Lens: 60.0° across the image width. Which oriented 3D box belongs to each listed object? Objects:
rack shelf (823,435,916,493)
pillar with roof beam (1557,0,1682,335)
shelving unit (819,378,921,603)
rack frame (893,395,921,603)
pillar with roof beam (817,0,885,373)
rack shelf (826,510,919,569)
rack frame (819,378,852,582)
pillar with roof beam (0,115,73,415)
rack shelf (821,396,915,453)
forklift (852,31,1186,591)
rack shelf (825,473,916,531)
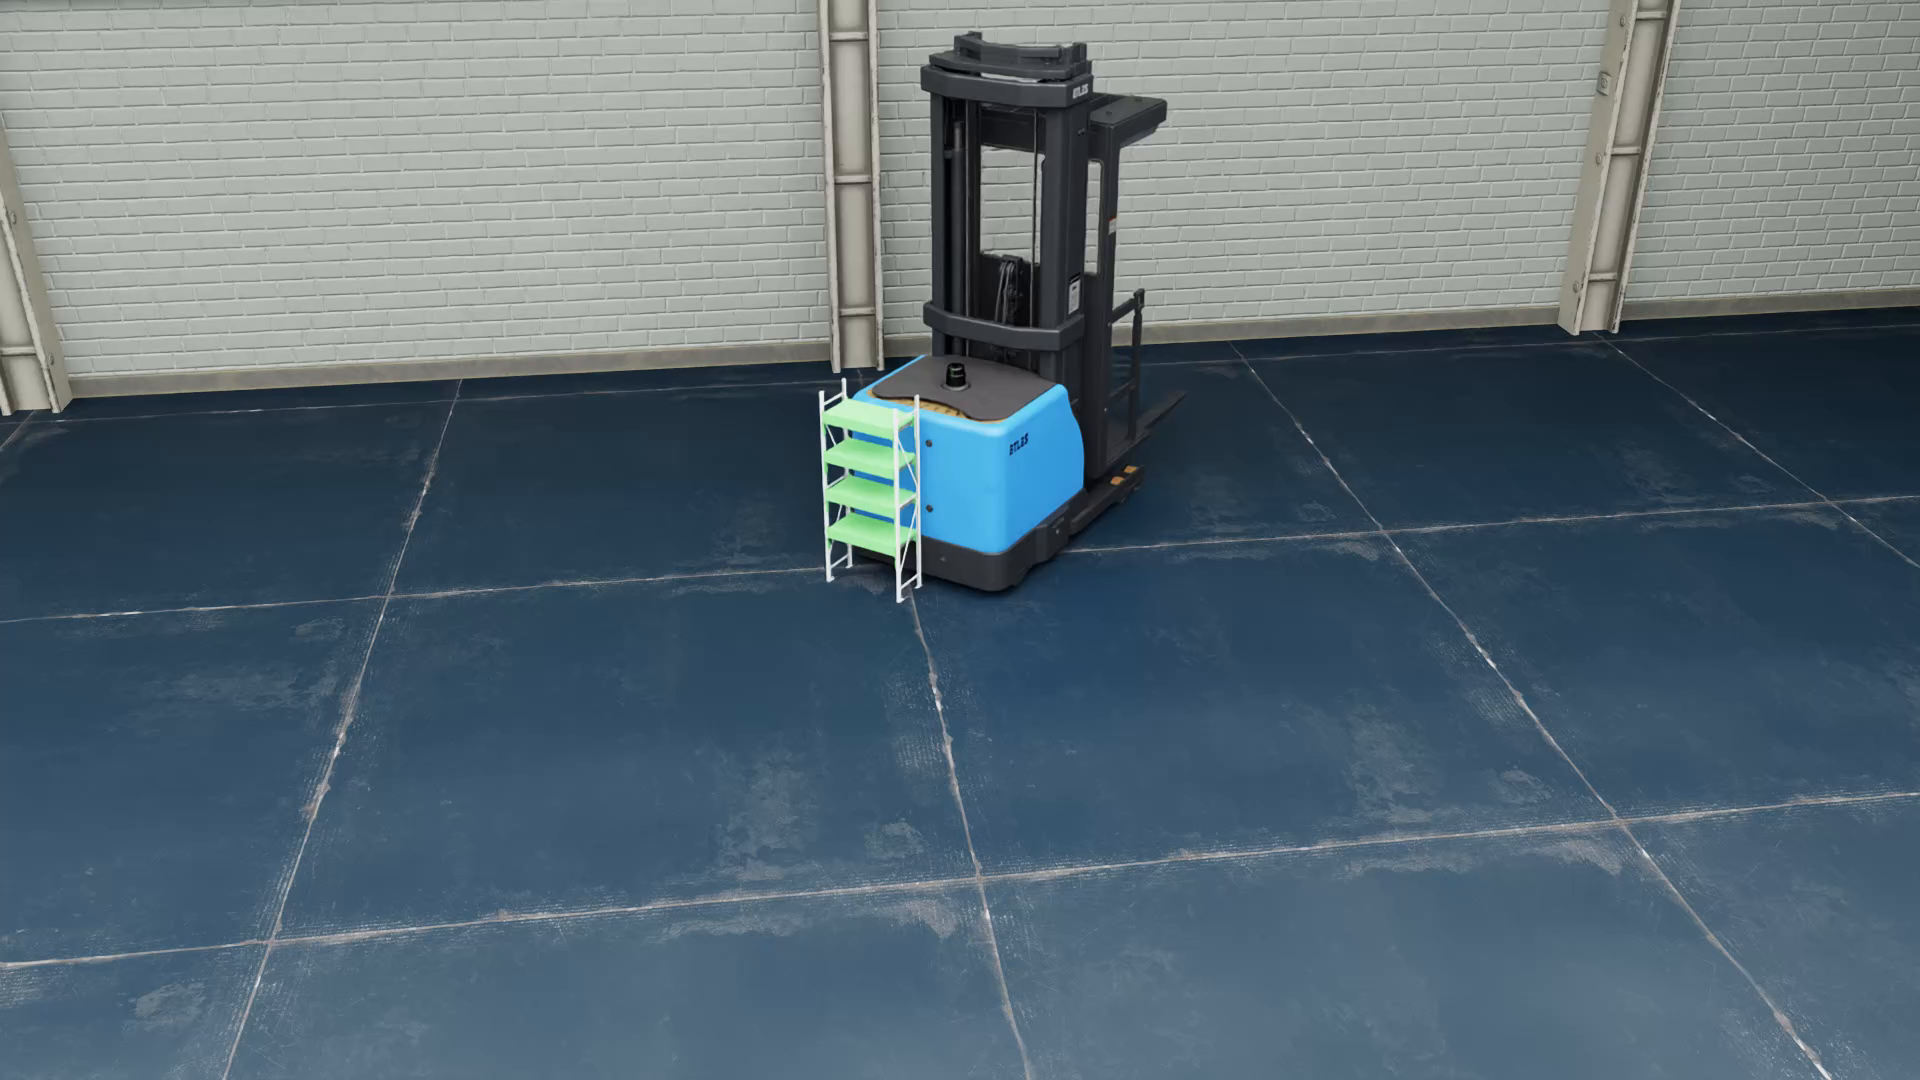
[{"bbox_3d":[-0.504,-0.433,9.394,0.480,0.148,0.258,15,31,27],"label":"rack shelf"},{"bbox_3d":[5.745,-3.802,7.802,0.400,9.000,9.100,-4,27,-7],"label":"pillar with roof beam"},{"bbox_3d":[-0.503,-0.276,9.474,0.503,1.200,0.258,15,31,27],"label":"shelving unit"},{"bbox_3d":[-0.294,-0.219,9.363,0.015,1.200,0.240,15,31,27],"label":"rack frame"},{"bbox_3d":[-0.197,-3.420,7.059,0.400,9.000,9.100,-4,27,-7],"label":"pillar with roof beam"},{"bbox_3d":[-0.503,-0.006,9.613,0.480,0.148,0.258,15,31,27],"label":"rack shelf"},{"bbox_3d":[-0.713,-0.333,9.585,0.015,1.200,0.240,15,31,27],"label":"rack frame"},{"bbox_3d":[-6.138,-3.039,6.315,0.400,9.000,9.100,-4,27,-7],"label":"pillar with roof beam"},{"bbox_3d":[-0.504,-0.646,9.284,0.480,0.148,0.258,15,31,27],"label":"rack shelf"},{"bbox_3d":[0.547,-1.645,10.244,1.130,2.935,3.031,15,31,27],"label":"forklift"},{"bbox_3d":[-0.503,-0.220,9.503,0.480,0.148,0.258,15,31,27],"label":"rack shelf"}]
